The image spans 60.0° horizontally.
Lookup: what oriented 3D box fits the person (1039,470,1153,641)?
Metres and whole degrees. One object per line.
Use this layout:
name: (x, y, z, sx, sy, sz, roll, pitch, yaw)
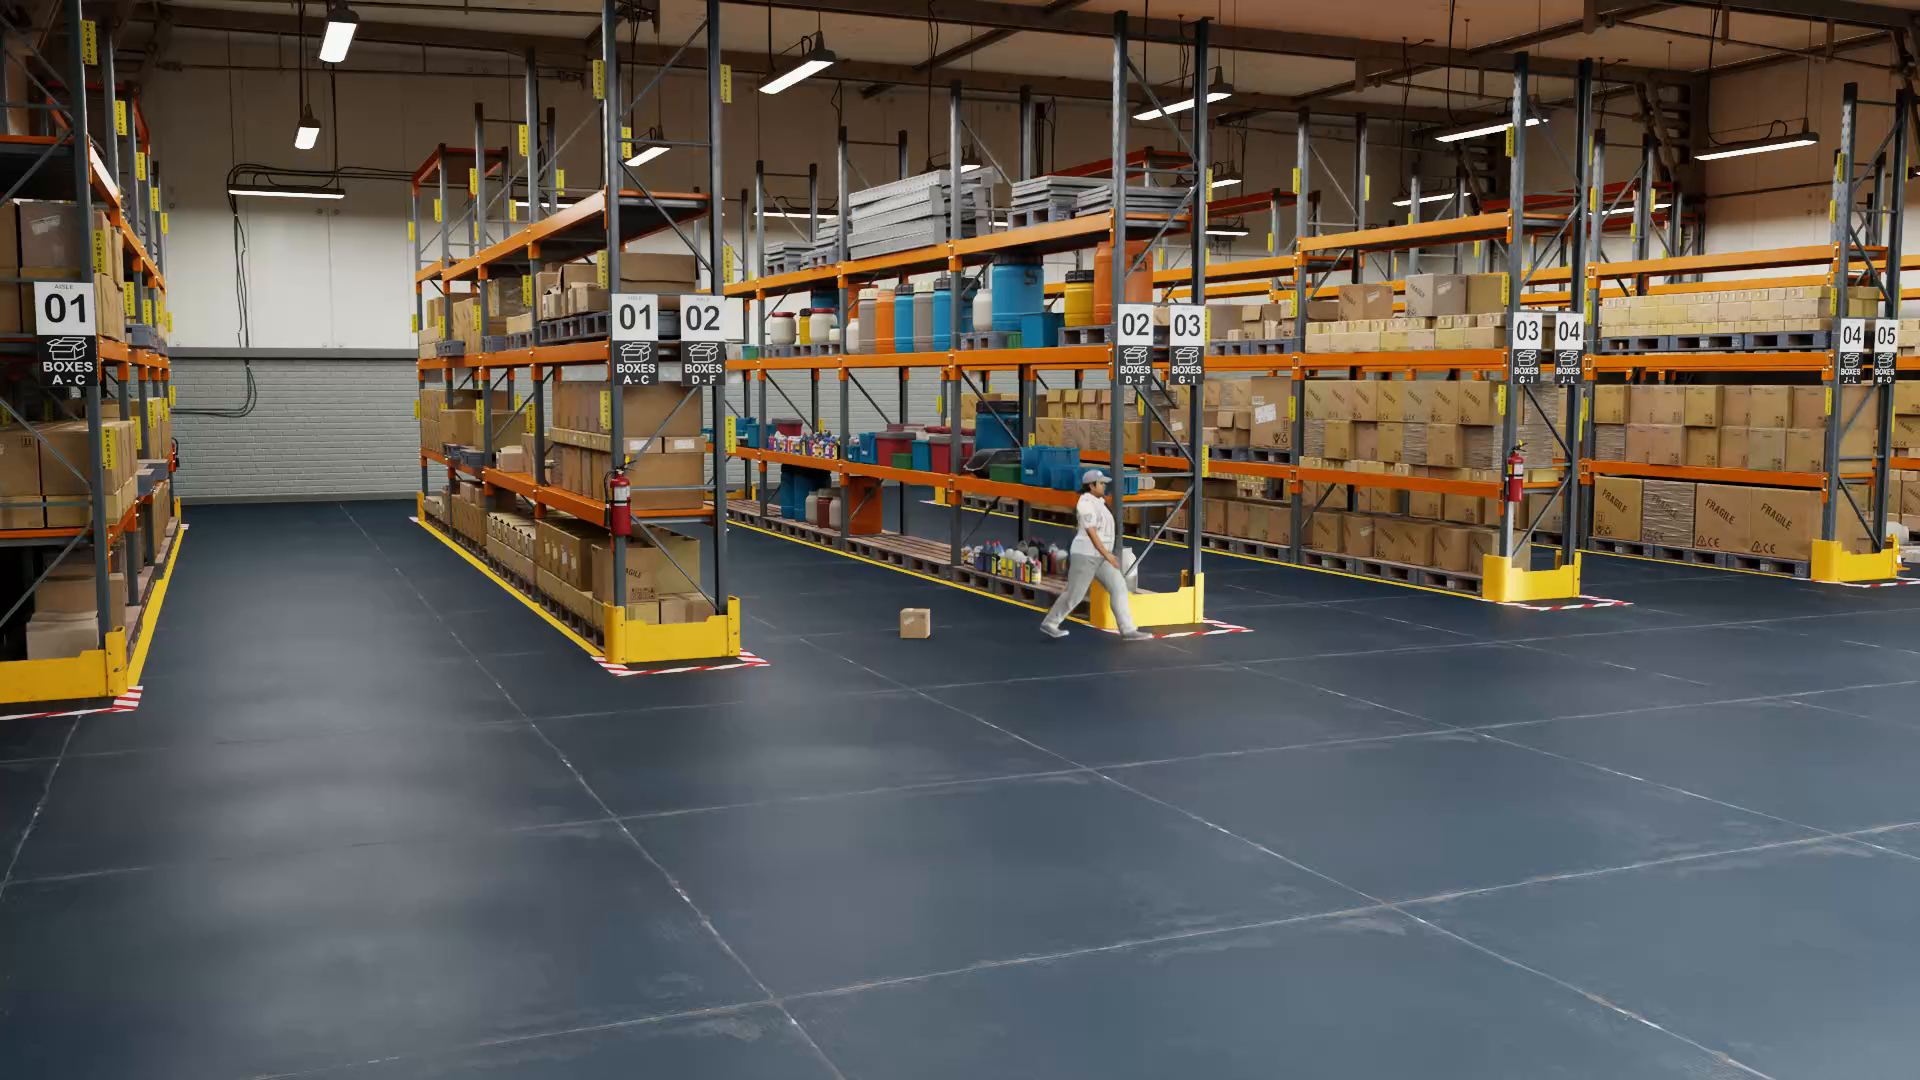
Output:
person: (1.269, 0.146, 15.482, 1.044, 1.604, 0.469, 3, 6, 27)
